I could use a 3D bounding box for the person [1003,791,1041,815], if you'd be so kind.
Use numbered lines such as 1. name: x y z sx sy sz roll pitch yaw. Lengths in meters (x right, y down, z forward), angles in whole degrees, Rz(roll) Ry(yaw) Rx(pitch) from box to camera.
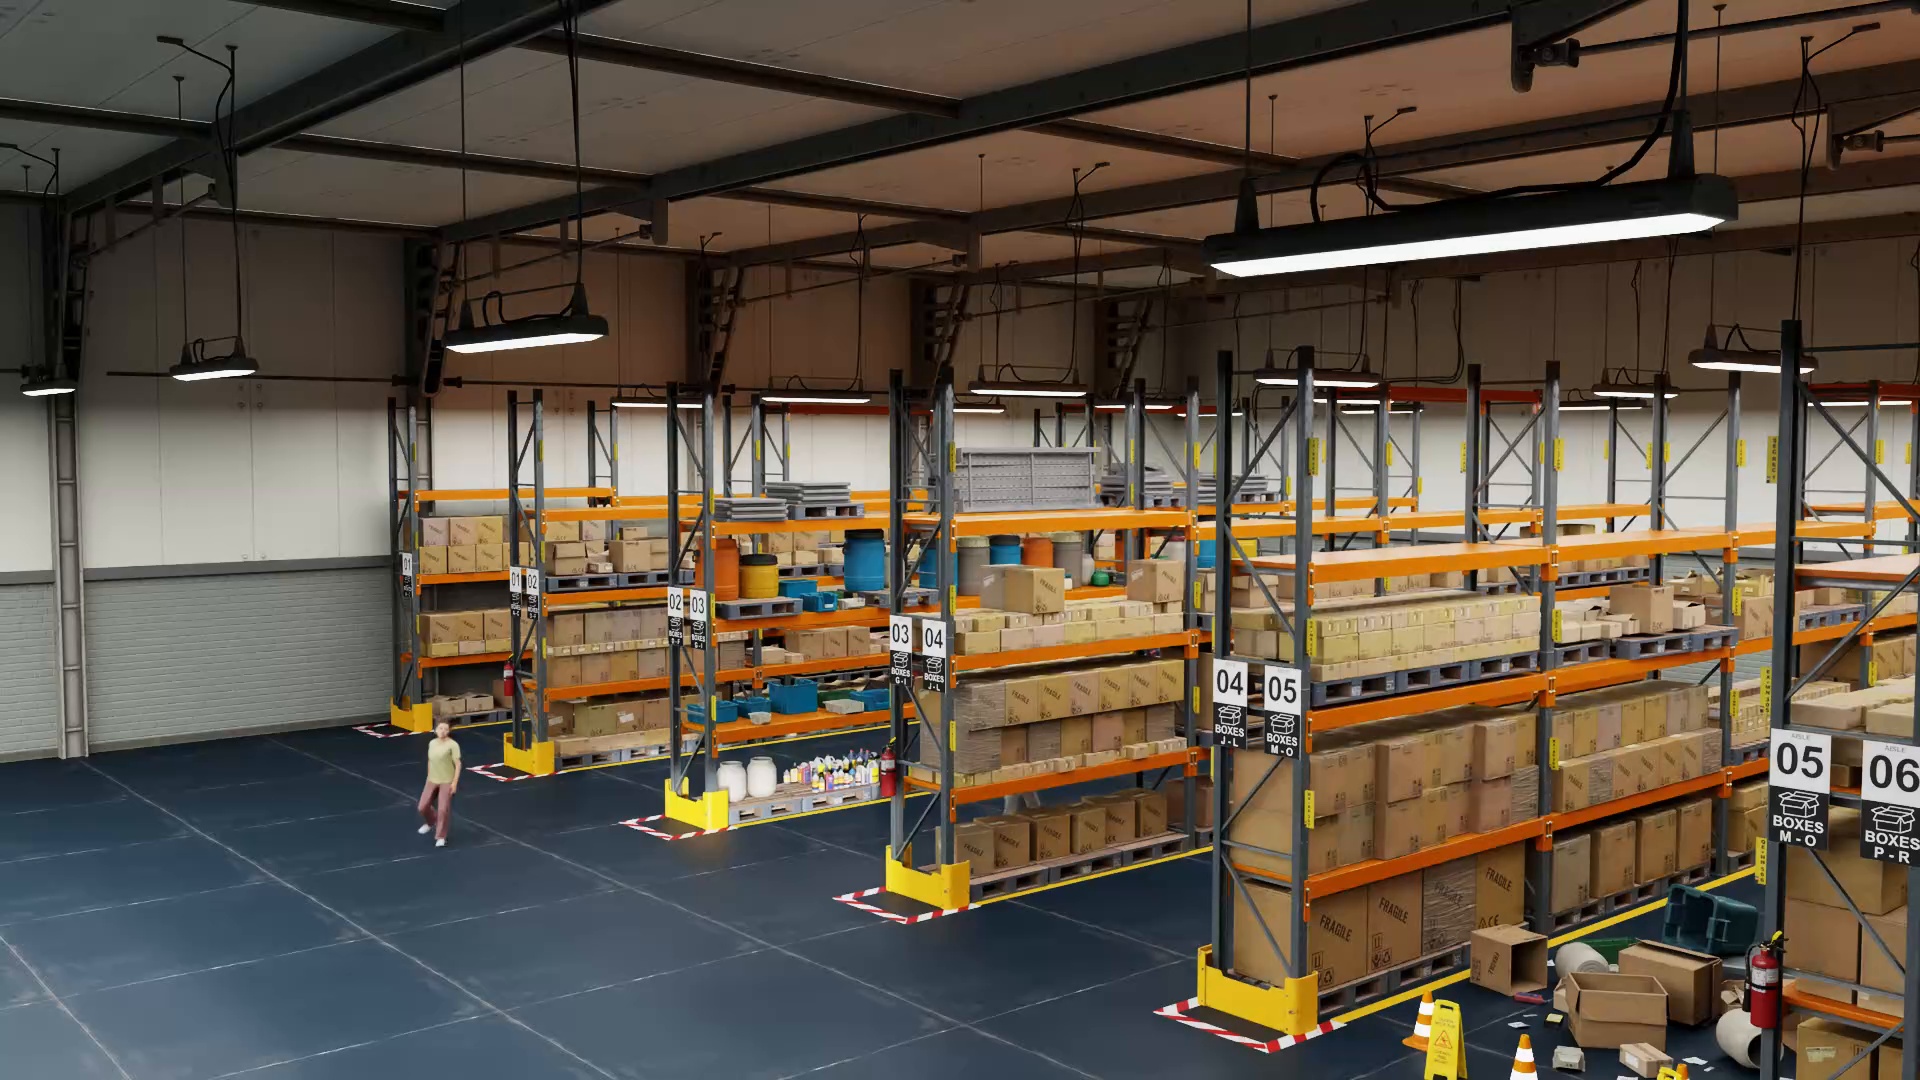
1. person: 0.756 3.108 21.872 0.832 1.588 0.762 0 3 -5

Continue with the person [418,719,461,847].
1. person: -6.694 3.094 21.396 0.692 1.638 0.517 1 3 11
